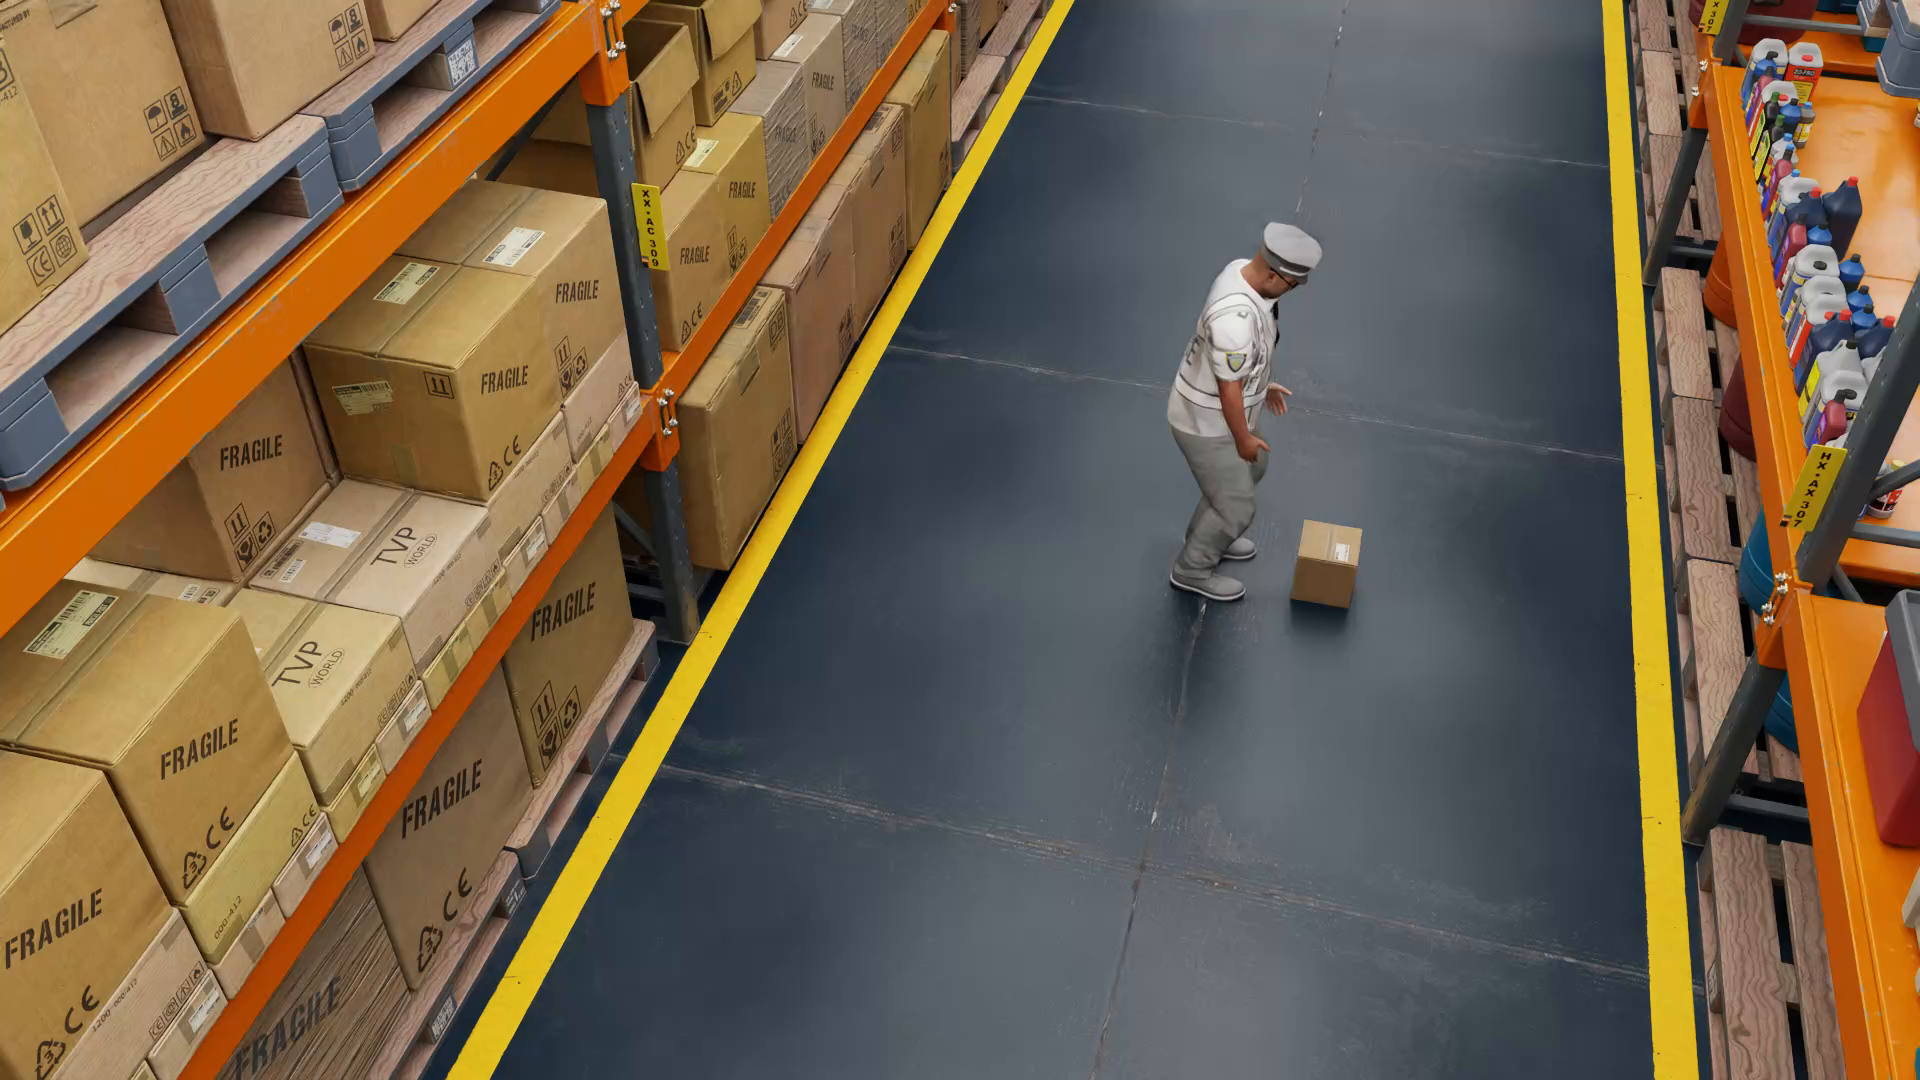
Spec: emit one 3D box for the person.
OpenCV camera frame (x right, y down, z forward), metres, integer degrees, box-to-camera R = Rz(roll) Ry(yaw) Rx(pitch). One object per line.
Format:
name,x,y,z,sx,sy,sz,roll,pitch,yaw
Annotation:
person,1.118,-0.532,6.827,0.517,1.690,0.561,11,42,12
